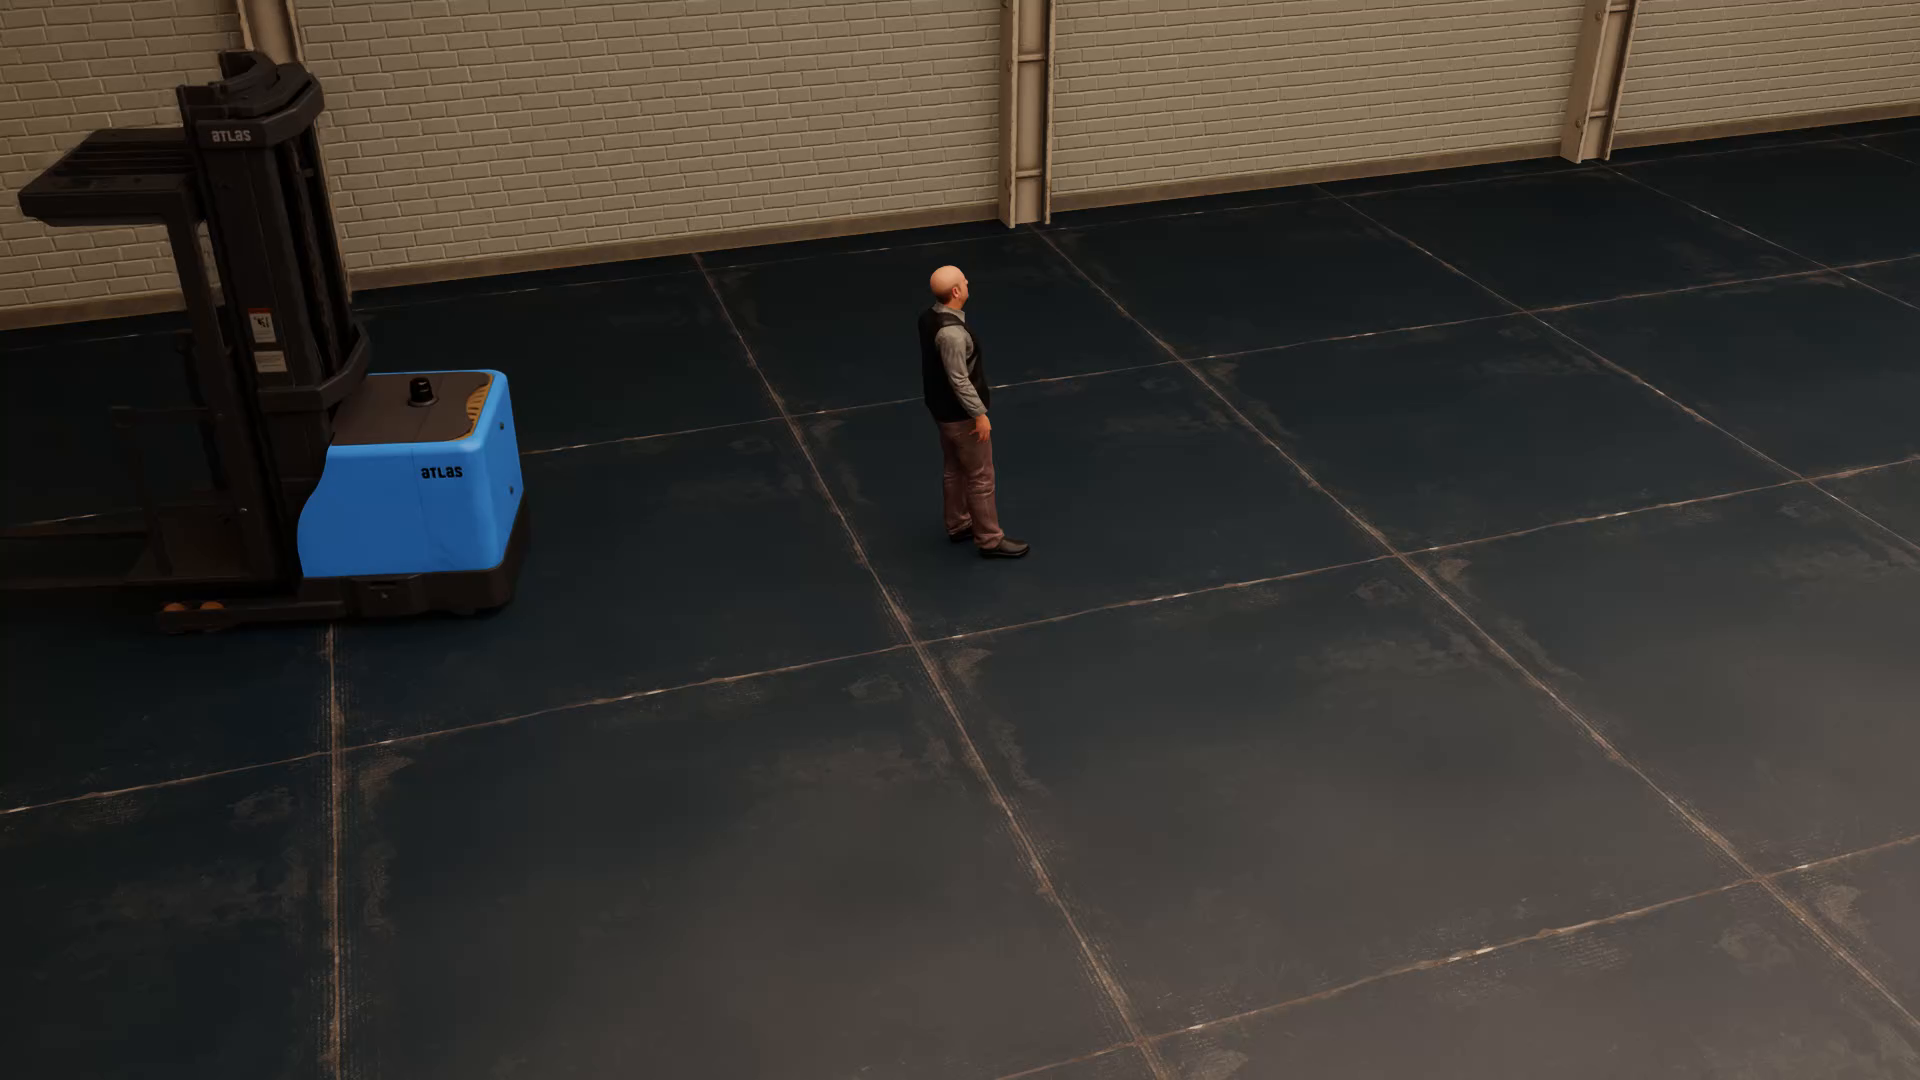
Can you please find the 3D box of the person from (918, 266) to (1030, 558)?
[{"bbox_3d":[0.062,-0.759,9.605,0.566,1.722,0.633,-10,31,-16],"label":"person"}]

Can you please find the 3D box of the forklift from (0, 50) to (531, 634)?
[{"bbox_3d":[-4.065,-1.030,8.877,3.031,2.935,1.130,-2,30,-4],"label":"forklift"}]
